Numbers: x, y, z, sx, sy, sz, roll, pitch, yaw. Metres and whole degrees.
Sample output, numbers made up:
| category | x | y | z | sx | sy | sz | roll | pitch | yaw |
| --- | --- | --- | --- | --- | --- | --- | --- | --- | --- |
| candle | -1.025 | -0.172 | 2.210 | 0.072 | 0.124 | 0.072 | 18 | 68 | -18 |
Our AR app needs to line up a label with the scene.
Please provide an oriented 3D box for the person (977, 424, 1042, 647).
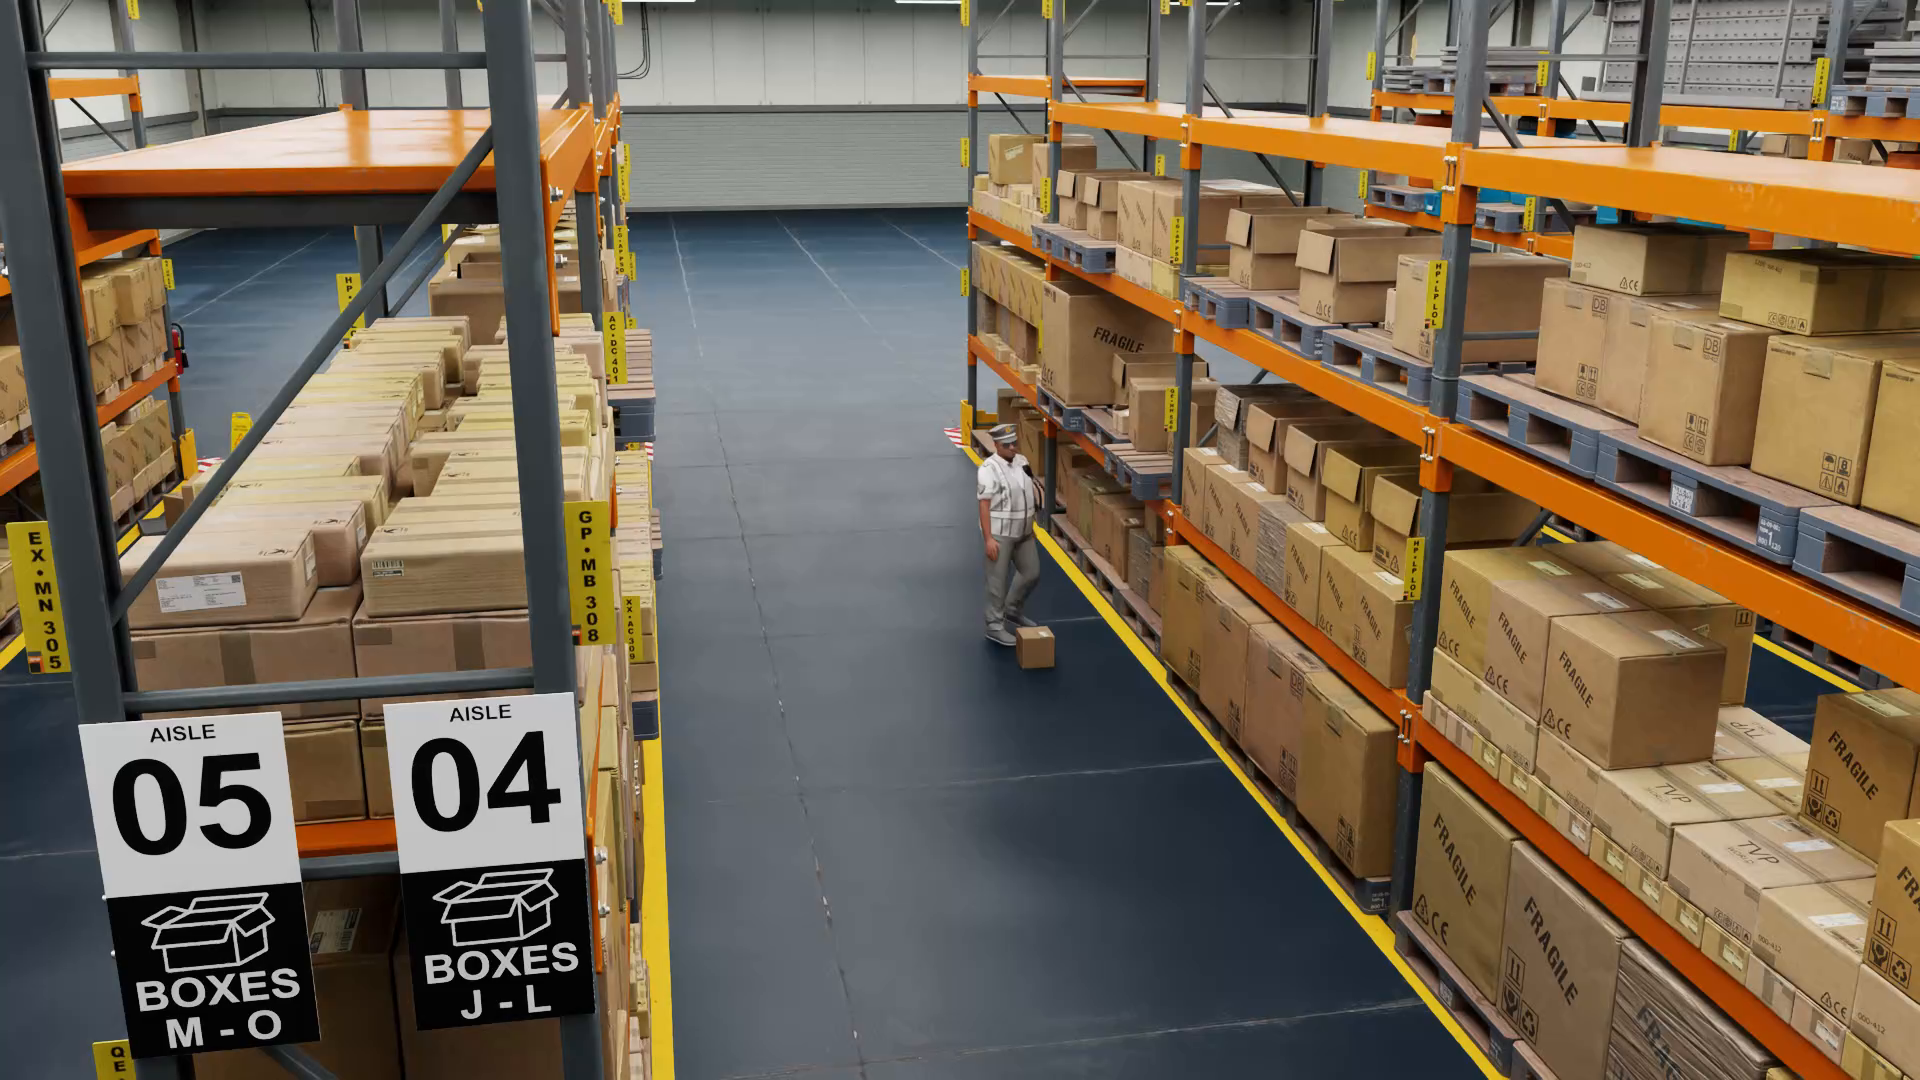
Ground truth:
| category | x | y | z | sx | sy | sz | roll | pitch | yaw |
| --- | --- | --- | --- | --- | --- | --- | --- | --- | --- |
| person | 0.414 | -0.061 | 13.184 | 0.439 | 1.779 | 0.627 | 16 | 22 | 43 |
